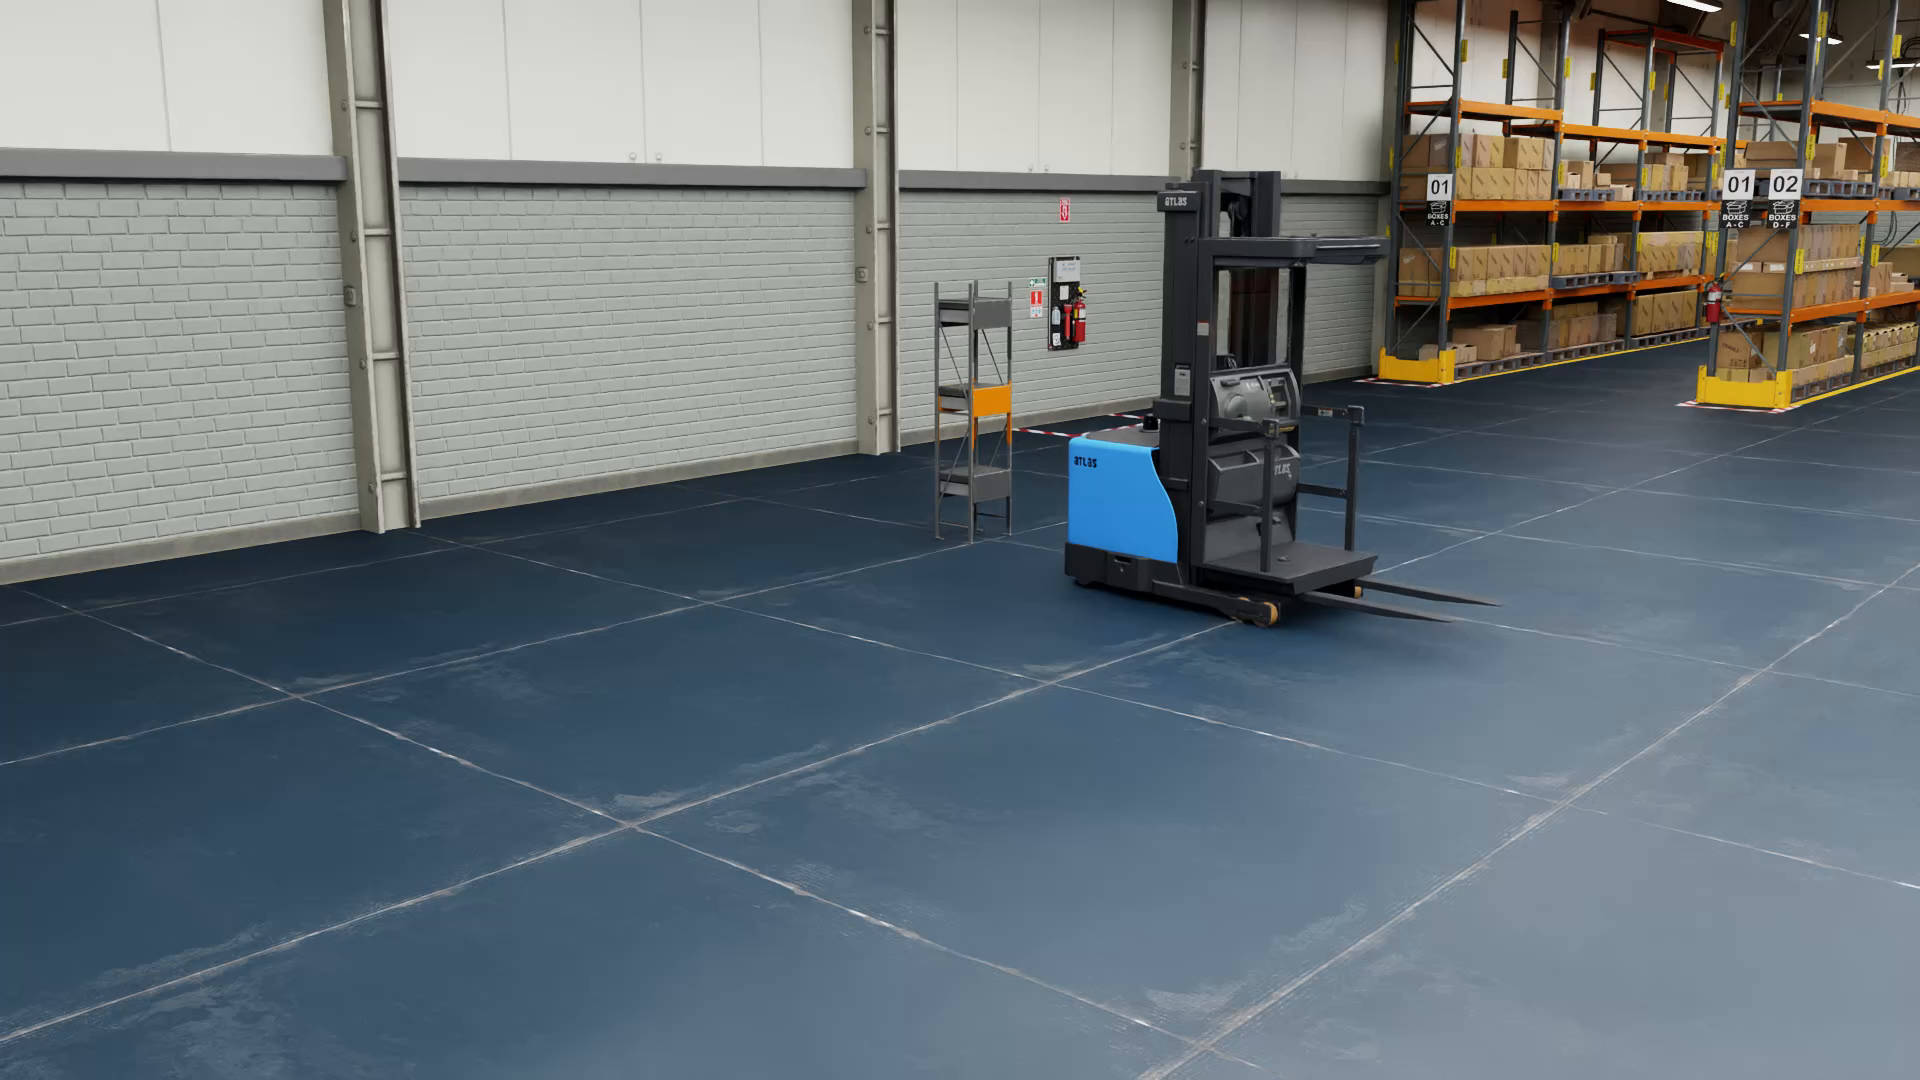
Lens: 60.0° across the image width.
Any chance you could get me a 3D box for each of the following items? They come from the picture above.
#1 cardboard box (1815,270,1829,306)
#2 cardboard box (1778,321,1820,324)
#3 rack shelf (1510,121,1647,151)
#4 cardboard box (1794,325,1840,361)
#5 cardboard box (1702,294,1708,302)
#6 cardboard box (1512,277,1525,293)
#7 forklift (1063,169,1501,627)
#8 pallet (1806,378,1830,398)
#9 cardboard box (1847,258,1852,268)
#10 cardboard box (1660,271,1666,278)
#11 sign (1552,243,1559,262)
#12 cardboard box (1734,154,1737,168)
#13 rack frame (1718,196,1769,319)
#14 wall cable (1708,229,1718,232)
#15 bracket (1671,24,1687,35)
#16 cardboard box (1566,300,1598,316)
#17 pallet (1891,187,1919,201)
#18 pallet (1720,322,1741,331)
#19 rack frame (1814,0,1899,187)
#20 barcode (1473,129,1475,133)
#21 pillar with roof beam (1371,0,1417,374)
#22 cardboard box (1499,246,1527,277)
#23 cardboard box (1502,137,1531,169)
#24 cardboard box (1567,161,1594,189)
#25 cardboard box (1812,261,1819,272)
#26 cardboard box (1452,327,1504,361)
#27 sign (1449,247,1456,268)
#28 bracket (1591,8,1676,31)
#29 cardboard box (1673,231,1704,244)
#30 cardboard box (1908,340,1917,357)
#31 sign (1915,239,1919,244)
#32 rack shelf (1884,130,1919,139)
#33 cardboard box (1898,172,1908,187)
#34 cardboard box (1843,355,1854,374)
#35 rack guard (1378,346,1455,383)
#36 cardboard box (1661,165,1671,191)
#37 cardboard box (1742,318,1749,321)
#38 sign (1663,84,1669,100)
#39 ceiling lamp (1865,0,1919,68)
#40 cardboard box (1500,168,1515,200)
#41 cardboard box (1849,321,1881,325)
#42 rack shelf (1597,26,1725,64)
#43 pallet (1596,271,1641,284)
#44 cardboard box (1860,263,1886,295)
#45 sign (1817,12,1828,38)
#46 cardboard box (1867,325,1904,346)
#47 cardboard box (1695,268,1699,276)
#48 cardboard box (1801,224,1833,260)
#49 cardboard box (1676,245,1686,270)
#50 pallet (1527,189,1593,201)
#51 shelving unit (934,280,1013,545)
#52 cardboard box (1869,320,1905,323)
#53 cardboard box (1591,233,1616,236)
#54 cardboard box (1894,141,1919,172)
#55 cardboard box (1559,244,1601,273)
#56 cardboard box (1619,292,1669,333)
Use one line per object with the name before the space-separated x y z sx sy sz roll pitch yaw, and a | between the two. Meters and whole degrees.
cardboard box | 12.260 -3.712 24.383 0.700 0.500 0.500 10 15 42
cardboard box | 13.022 -3.154 25.878 0.500 0.500 0.500 10 15 40
rack shelf | 11.160 -7.284 30.061 1.077 0.370 4.000 10 15 40
cardboard box | 12.755 -2.939 24.802 0.500 0.500 0.500 10 15 40
cardboard box | 16.054 -5.195 35.717 0.380 0.149 0.250 10 15 42
cardboard box | 9.099 -4.276 27.791 0.500 0.250 0.500 10 15 40
forklift | 2.142 -0.984 11.152 1.130 2.935 3.031 -11 16 -43
pallet | 12.202 -2.297 24.673 1.003 0.211 1.213 10 15 40
cardboard box | 13.209 -4.181 25.074 0.380 0.149 0.250 9 15 39
cardboard box | 13.876 -5.317 33.264 0.380 0.149 0.250 10 15 41
sign | 10.252 -4.952 28.635 0.100 0.325 0.005 10 15 40
cardboard box | 16.136 -7.939 35.281 0.500 0.500 0.500 9 15 39
rack frame | 17.761 -6.362 37.905 1.000 3.000 0.127 10 15 40
wall cable | 17.896 -7.171 39.361 0.084 1.984 1.851 10 15 40
bracket | 14.926 -10.588 34.558 0.235 0.232 0.430 10 15 40
cardboard box | 11.621 -4.354 31.197 0.500 0.250 0.500 10 15 41
pallet | 15.087 -5.647 27.149 1.003 0.211 1.213 11 16 43
pallet | 16.486 -4.688 36.644 1.003 0.211 1.213 10 15 40
rack frame | 13.563 -6.898 25.274 1.000 3.000 0.127 10 15 40
barcode | 8.599 -6.850 27.840 0.001 0.075 0.075 10 15 40
pillar with roof beam | 10.245 -6.608 23.820 9.100 9.000 0.400 10 15 40
cardboard box | 9.094 -4.644 27.721 0.500 0.500 0.500 9 15 39
cardboard box | 9.022 -6.348 27.316 0.500 0.500 0.500 9 14 38
cardboard box | 11.075 -6.574 29.980 0.500 0.500 0.500 9 14 38
cardboard box | 12.024 -3.917 23.753 0.380 0.149 0.250 9 14 38
cardboard box | 8.622 -3.273 27.700 0.700 0.500 0.500 9 14 37
sign | 7.607 -4.362 25.683 0.100 0.325 0.005 10 15 40
bracket | 13.214 -10.207 32.648 0.076 0.066 4.783 10 15 40
cardboard box | 15.004 -6.244 34.335 0.500 0.250 0.500 10 15 42
cardboard box | 16.039 -3.294 28.491 0.500 0.250 0.500 10 15 42
sign | 18.431 -5.627 32.015 0.100 0.325 0.005 10 15 40
rack shelf | 17.524 -7.232 29.803 1.077 0.370 4.000 10 15 40
cardboard box | 15.228 -5.912 27.305 0.500 0.250 0.500 9 15 39
cardboard box | 13.421 -2.718 25.607 0.500 0.250 0.500 10 15 40
rack guard | 7.249 -2.793 26.420 1.175 0.500 0.348 10 15 40
cardboard box | 13.759 -7.238 33.255 0.700 0.500 0.500 10 15 40
cardboard box | 17.374 -5.226 37.528 0.700 0.500 0.500 10 15 40
sign | 14.720 -9.326 34.641 0.100 0.325 0.005 10 15 40
ceiling lamp | 21.430 -12.235 37.088 2.000 3.185 0.800 10 15 40
cardboard box | 8.666 -5.787 27.064 0.500 0.500 0.500 11 16 44
cardboard box | 15.637 -3.638 28.786 0.500 0.311 0.500 10 15 42
rack shelf | 13.800 -9.698 32.643 1.077 0.370 4.000 10 15 40
pallet | 12.090 -4.972 31.437 1.213 0.211 1.003 10 15 40
cardboard box | 14.761 -4.268 27.164 0.500 0.500 0.500 10 15 40
sign | 11.335 -6.773 21.857 0.100 0.325 0.005 10 15 40
cardboard box | 15.369 -3.417 27.679 0.500 0.311 0.500 10 15 40
cardboard box | 15.110 -5.574 34.549 0.380 0.149 0.250 10 15 41
cardboard box | 12.281 -4.354 24.285 0.700 0.500 0.500 10 15 40
cardboard box | 14.338 -5.728 33.668 0.500 0.500 0.500 10 15 40
pallet | 10.327 -6.052 29.176 1.213 0.211 1.003 10 15 40
shelving unit | 0.109 -1.054 13.627 0.431 2.100 0.503 10 15 40
cardboard box | 16.645 -3.703 29.851 0.500 0.500 0.500 11 15 43
cardboard box | 12.585 -5.858 32.400 0.500 0.250 0.500 10 15 42
cardboard box | 16.496 -6.619 28.724 0.500 0.500 0.500 10 15 40
cardboard box | 11.372 -5.193 30.674 0.700 0.500 0.500 10 15 40
cardboard box | 13.647 -4.556 33.279 0.750 0.750 0.750 10 15 40
